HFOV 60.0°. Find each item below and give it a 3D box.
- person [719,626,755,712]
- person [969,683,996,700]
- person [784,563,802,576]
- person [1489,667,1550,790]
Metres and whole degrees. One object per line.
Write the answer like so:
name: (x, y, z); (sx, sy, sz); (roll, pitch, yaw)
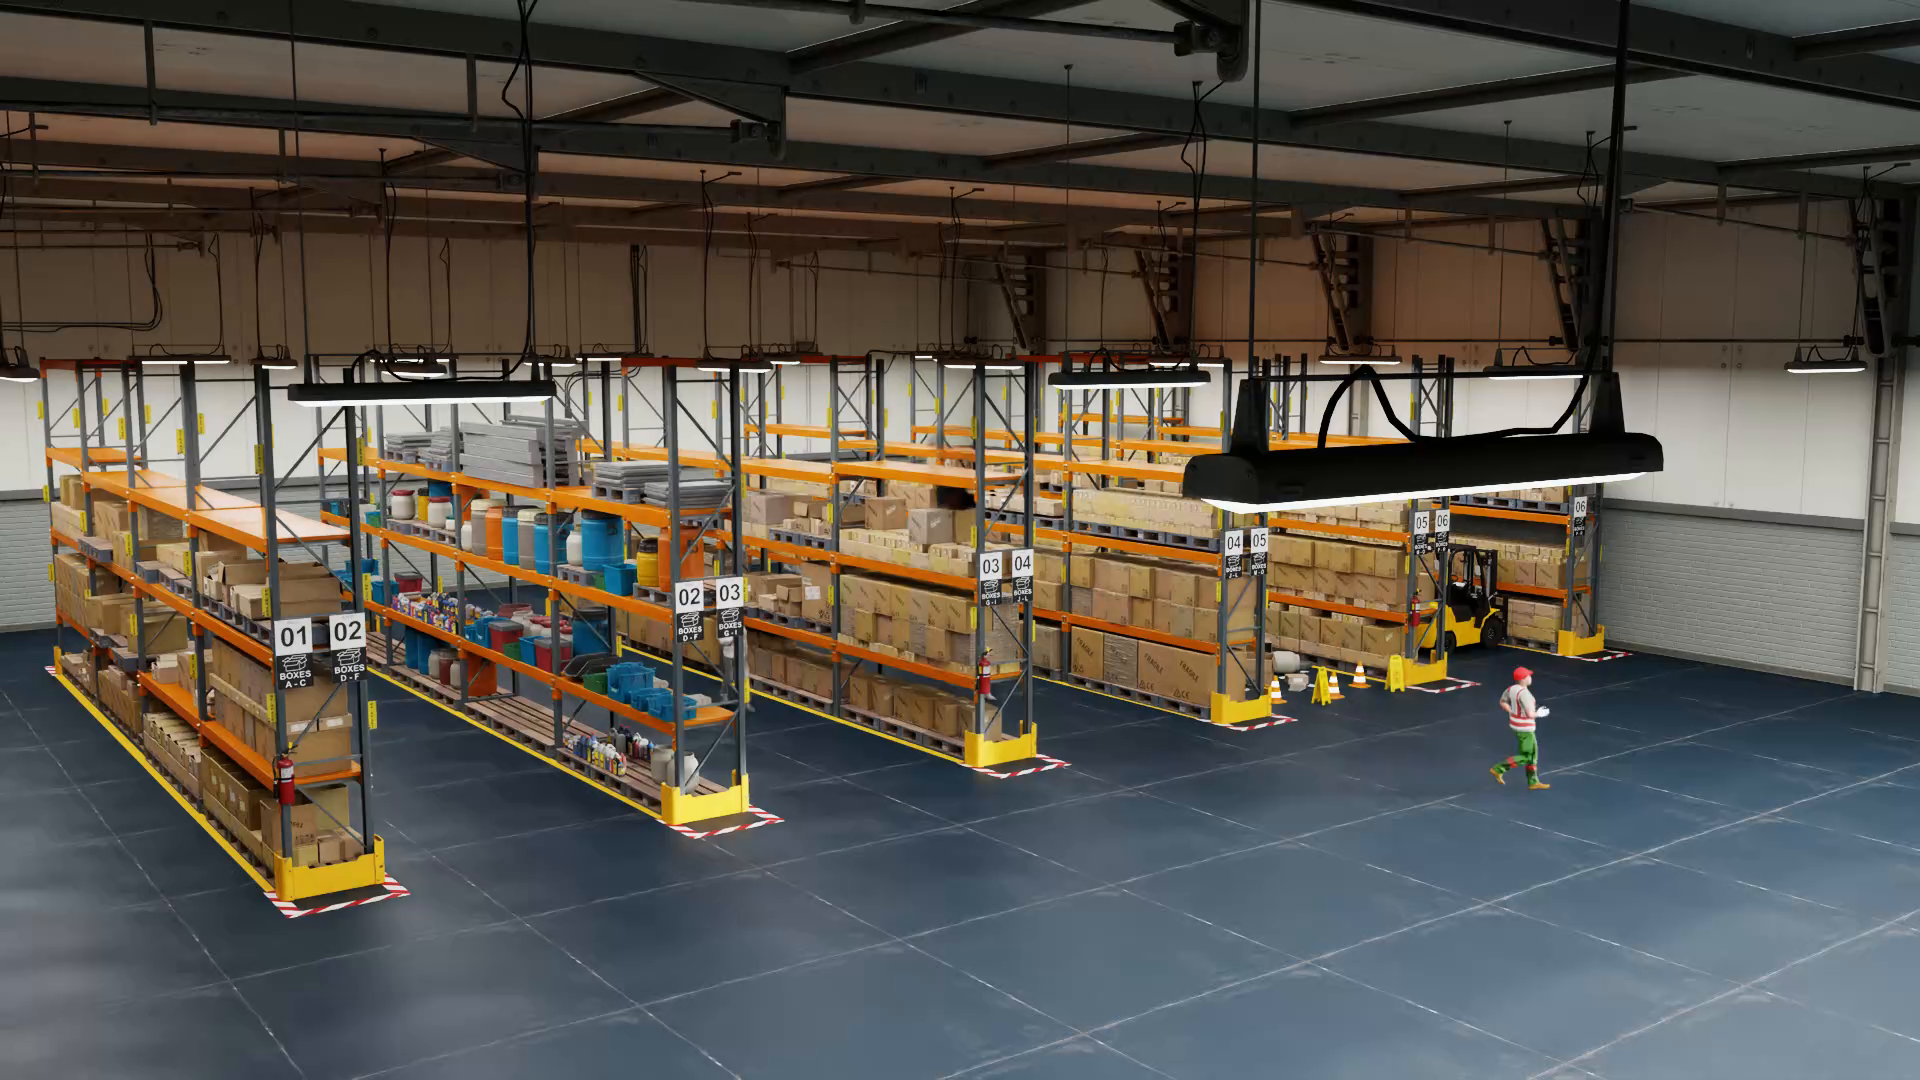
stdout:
person: (-3.863, 2.014, 28.543); (0.647, 1.812, 0.837); (-6, 9, -39)
person: (0.375, 1.944, 29.484); (0.717, 1.743, 0.693); (7, 10, 44)
person: (-4.285, 0.347, 42.560); (0.665, 1.755, 0.647); (-6, 9, -42)
person: (7.881, 2.654, 23.365); (0.908, 1.764, 0.669); (0, 7, -2)
